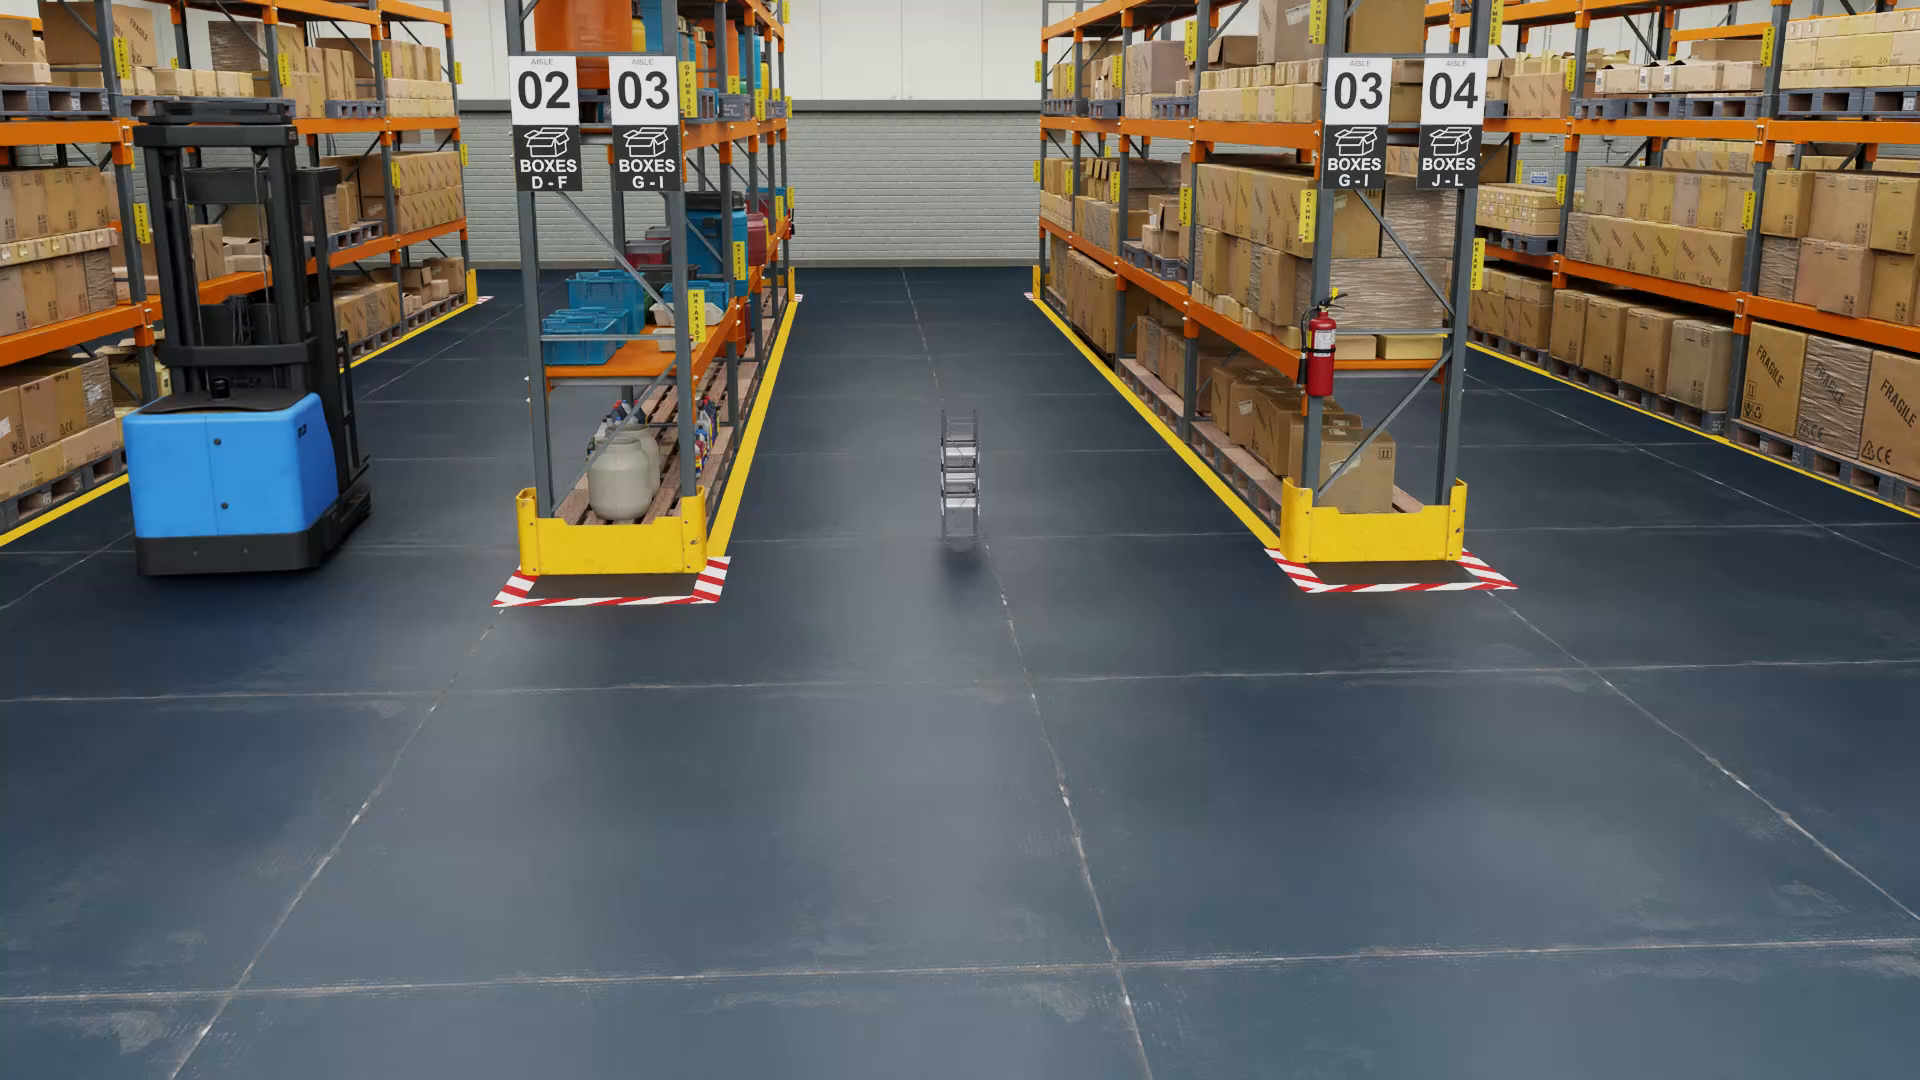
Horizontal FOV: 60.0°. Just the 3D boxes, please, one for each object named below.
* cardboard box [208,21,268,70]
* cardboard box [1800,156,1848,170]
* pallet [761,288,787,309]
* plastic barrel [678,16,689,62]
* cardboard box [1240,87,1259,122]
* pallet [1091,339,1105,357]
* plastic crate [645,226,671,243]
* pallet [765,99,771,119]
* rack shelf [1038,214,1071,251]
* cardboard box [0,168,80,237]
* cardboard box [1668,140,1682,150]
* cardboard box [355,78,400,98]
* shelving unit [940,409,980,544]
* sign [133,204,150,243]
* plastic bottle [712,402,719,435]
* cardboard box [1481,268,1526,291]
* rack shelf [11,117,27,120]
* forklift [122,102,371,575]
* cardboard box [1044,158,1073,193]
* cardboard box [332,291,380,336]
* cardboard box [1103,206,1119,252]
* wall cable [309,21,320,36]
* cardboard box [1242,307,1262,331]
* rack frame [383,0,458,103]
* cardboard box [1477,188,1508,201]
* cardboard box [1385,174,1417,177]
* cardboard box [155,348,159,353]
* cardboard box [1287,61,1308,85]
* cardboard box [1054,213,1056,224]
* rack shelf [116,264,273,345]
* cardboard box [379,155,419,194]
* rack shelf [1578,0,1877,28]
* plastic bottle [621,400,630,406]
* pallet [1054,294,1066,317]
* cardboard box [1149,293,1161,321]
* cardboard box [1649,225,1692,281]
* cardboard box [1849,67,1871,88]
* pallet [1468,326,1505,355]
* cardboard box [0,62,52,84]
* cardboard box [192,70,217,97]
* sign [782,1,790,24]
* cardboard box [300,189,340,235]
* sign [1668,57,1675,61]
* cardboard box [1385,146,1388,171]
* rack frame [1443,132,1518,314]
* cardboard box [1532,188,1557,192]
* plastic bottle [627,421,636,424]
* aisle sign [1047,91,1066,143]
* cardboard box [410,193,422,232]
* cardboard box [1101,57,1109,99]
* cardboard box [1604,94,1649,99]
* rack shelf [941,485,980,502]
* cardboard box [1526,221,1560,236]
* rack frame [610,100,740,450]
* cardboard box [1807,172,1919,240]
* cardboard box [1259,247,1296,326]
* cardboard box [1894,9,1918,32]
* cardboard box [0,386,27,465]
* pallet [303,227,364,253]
[{"bbox_3d":[-7.654,-5.266,17.745,0.500,0.500,0.500,-1,14,-3],"label":"cardboard box"},{"bbox_3d":[11.638,-4.890,22.306,0.500,0.500,0.500,-1,14,-3],"label":"cardboard box"},{"bbox_3d":[-3.172,-3.681,25.408,1.003,0.211,1.213,-1,14,-3],"label":"pallet"},{"bbox_3d":[-2.730,-4.234,14.936,0.600,0.901,0.600,0,14,0],"label":"plastic barrel"},{"bbox_3d":[2.373,-3.207,12.252,0.500,0.250,0.500,-1,14,-4],"label":"cardboard box"},{"bbox_3d":[2.208,-2.473,20.715,1.003,0.211,1.213,-1,14,-3],"label":"pallet"},{"bbox_3d":[-2.894,-2.872,16.539,0.402,0.464,0.583,-1,14,-3],"label":"plastic crate"},{"bbox_3d":[-2.639,-4.800,18.523,1.003,0.211,1.213,-1,14,-3],"label":"pallet"},{"bbox_3d":[1.883,-4.468,24.314,1.077,0.370,4.000,-1,14,-3],"label":"rack shelf"},{"bbox_3d":[-7.319,-2.618,12.877,0.700,0.500,0.500,-1,14,-4],"label":"cardboard box"},{"bbox_3d":[11.395,-6.221,26.175,0.380,0.149,0.250,-1,14,-2],"label":"cardboard box"},{"bbox_3d":[-7.663,-5.914,21.768,0.500,0.250,0.500,-1,14,-3],"label":"cardboard box"},{"bbox_3d":[0.000,-0.438,11.422,0.258,0.900,0.210,-1,14,-3],"label":"shelving unit"},{"bbox_3d":[-6.832,-2.644,13.885,0.100,0.325,0.005,-1,14,-3],"label":"sign"},{"bbox_3d":[-2.082,-1.036,14.100,0.061,0.283,0.133,0,14,-1],"label":"plastic bottle"},{"bbox_3d":[6.808,-3.279,20.919,0.500,0.250,0.500,0,14,-1],"label":"cardboard box"},{"bbox_3d":[-12.949,-5.691,23.049,1.077,0.370,4.000,-1,14,-3],"label":"rack shelf"},{"bbox_3d":[-4.855,-1.517,11.538,1.130,2.935,3.031,-2,15,-8],"label":"forklift"},{"bbox_3d":[1.550,-5.500,25.082,0.500,0.500,0.500,-1,14,-5],"label":"cardboard box"},{"bbox_3d":[-7.512,-2.803,20.534,0.500,0.500,0.500,-1,14,-3],"label":"cardboard box"},{"bbox_3d":[1.951,-3.615,19.357,0.500,0.500,0.500,-1,14,-4],"label":"cardboard box"},{"bbox_3d":[-10.366,-10.385,29.927,3.097,2.526,0.112,-1,14,-3],"label":"wall cable"},{"bbox_3d":[2.328,-1.652,12.430,0.380,0.149,0.250,-1,14,-3],"label":"cardboard box"},{"bbox_3d":[-8.129,-8.067,24.819,1.000,3.000,0.127,-1,14,-3],"label":"rack frame"},{"bbox_3d":[6.610,-4.313,20.738,0.380,0.149,0.250,0,14,-1],"label":"cardboard box"},{"bbox_3d":[2.964,-2.276,11.550,0.500,0.500,0.500,-1,14,-3],"label":"cardboard box"},{"bbox_3d":[-7.221,-1.680,15.587,0.500,0.311,0.500,-1,14,-5],"label":"cardboard box"},{"bbox_3d":[2.396,-3.104,11.054,0.380,0.149,0.250,-2,15,-6],"label":"cardboard box"},{"bbox_3d":[1.566,-4.651,24.086,0.380,0.149,0.250,-1,14,-3],"label":"cardboard box"},{"bbox_3d":[-7.509,-2.326,15.991,1.077,0.370,4.000,-1,14,-3],"label":"rack shelf"},{"bbox_3d":[-7.662,-4.949,22.534,0.500,0.500,0.500,-1,14,-5],"label":"cardboard box"},{"bbox_3d":[7.335,-5.241,16.084,1.077,0.370,4.000,-1,14,-3],"label":"rack shelf"},{"bbox_3d":[-2.859,-1.058,14.212,0.097,0.271,0.097,0,14,0],"label":"plastic bottle"},{"bbox_3d":[1.959,-3.463,24.560,1.003,0.211,1.213,-1,14,-3],"label":"pallet"},{"bbox_3d":[2.326,-2.523,17.942,0.500,0.250,0.500,0,14,-1],"label":"cardboard box"},{"bbox_3d":[7.097,-2.806,16.211,0.500,0.500,0.500,-1,14,-3],"label":"cardboard box"},{"bbox_3d":[7.207,-3.614,12.995,0.380,0.149,0.250,-1,14,-4],"label":"cardboard box"},{"bbox_3d":[7.091,-2.522,20.904,1.003,0.211,1.213,-1,14,-3],"label":"pallet"},{"bbox_3d":[-7.038,-3.483,12.406,0.380,0.149,0.250,-1,14,-3],"label":"cardboard box"},{"bbox_3d":[-7.474,-4.371,15.932,0.500,0.250,0.500,-1,14,-5],"label":"cardboard box"},{"bbox_3d":[-2.637,-7.999,25.202,0.100,0.325,0.005,-1,14,-3],"label":"sign"},{"bbox_3d":[-7.651,-3.809,19.267,0.700,0.500,0.500,2,15,7],"label":"cardboard box"},{"bbox_3d":[7.765,-5.123,18.202,0.100,0.325,0.005,-1,14,-3],"label":"sign"},{"bbox_3d":[6.526,-5.671,24.742,0.500,0.500,0.500,-1,14,-5],"label":"cardboard box"},{"bbox_3d":[6.963,-4.370,22.491,1.000,3.000,0.127,-1,14,-3],"label":"rack frame"},{"bbox_3d":[7.281,-4.252,20.500,0.380,0.149,0.250,-1,14,-4],"label":"cardboard box"},{"bbox_3d":[-2.621,-0.795,13.181,0.152,0.276,0.135,-1,14,-3],"label":"plastic bottle"},{"bbox_3d":[1.455,-6.586,25.885,0.394,0.787,0.004,-1,14,-3],"label":"aisle sign"},{"bbox_3d":[-7.676,-4.473,22.692,0.500,0.500,0.500,-1,14,-2],"label":"cardboard box"},{"bbox_3d":[2.106,-5.538,19.959,0.797,0.503,0.637,-1,14,-4],"label":"cardboard box"},{"bbox_3d":[7.441,-5.022,18.806,0.500,0.500,0.500,-1,14,-3],"label":"cardboard box"},{"bbox_3d":[0.000,-0.318,11.453,0.258,0.077,0.200,-1,14,-3],"label":"rack shelf"},{"bbox_3d":[6.722,-3.573,19.053,0.380,0.149,0.250,-1,14,-3],"label":"cardboard box"},{"bbox_3d":[-2.441,-2.253,14.261,1.000,3.000,0.127,-1,14,-3],"label":"rack frame"},{"bbox_3d":[7.597,-2.749,13.722,0.875,0.550,0.550,-1,14,-3],"label":"cardboard box"},{"bbox_3d":[2.593,-1.786,11.652,0.875,0.500,0.500,-1,14,-3],"label":"cardboard box"},{"bbox_3d":[7.236,-3.875,12.409,0.380,0.149,0.250,-1,14,-4],"label":"cardboard box"},{"bbox_3d":[-7.026,-0.802,11.796,0.500,0.500,0.500,-1,14,-3],"label":"cardboard box"},{"bbox_3d":[-7.758,-3.562,19.737,1.003,0.211,1.213,-1,14,-3],"label":"pallet"}]
